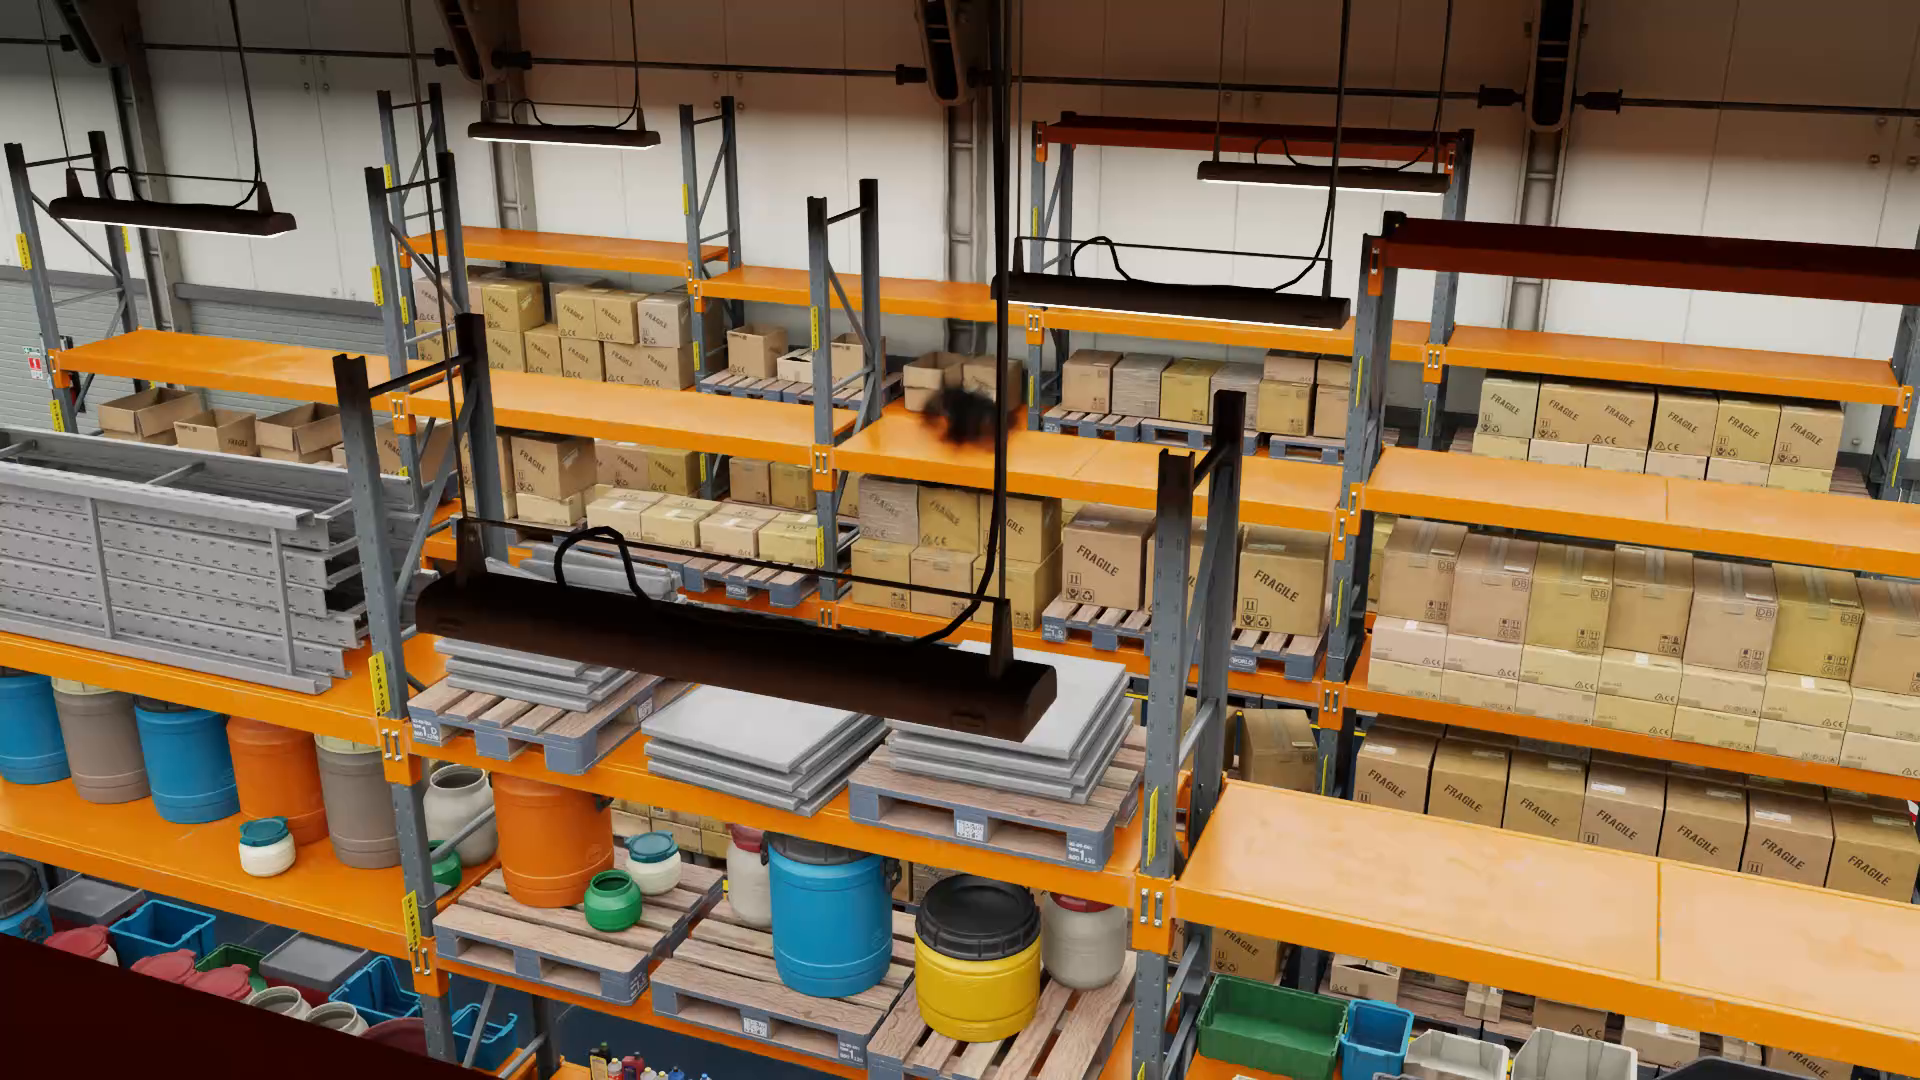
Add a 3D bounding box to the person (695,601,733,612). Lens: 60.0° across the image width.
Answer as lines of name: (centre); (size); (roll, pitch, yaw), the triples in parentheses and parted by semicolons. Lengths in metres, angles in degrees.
person: (-2.616, 0.974, 17.381); (0.557, 1.634, 0.551); (2, 21, 6)
